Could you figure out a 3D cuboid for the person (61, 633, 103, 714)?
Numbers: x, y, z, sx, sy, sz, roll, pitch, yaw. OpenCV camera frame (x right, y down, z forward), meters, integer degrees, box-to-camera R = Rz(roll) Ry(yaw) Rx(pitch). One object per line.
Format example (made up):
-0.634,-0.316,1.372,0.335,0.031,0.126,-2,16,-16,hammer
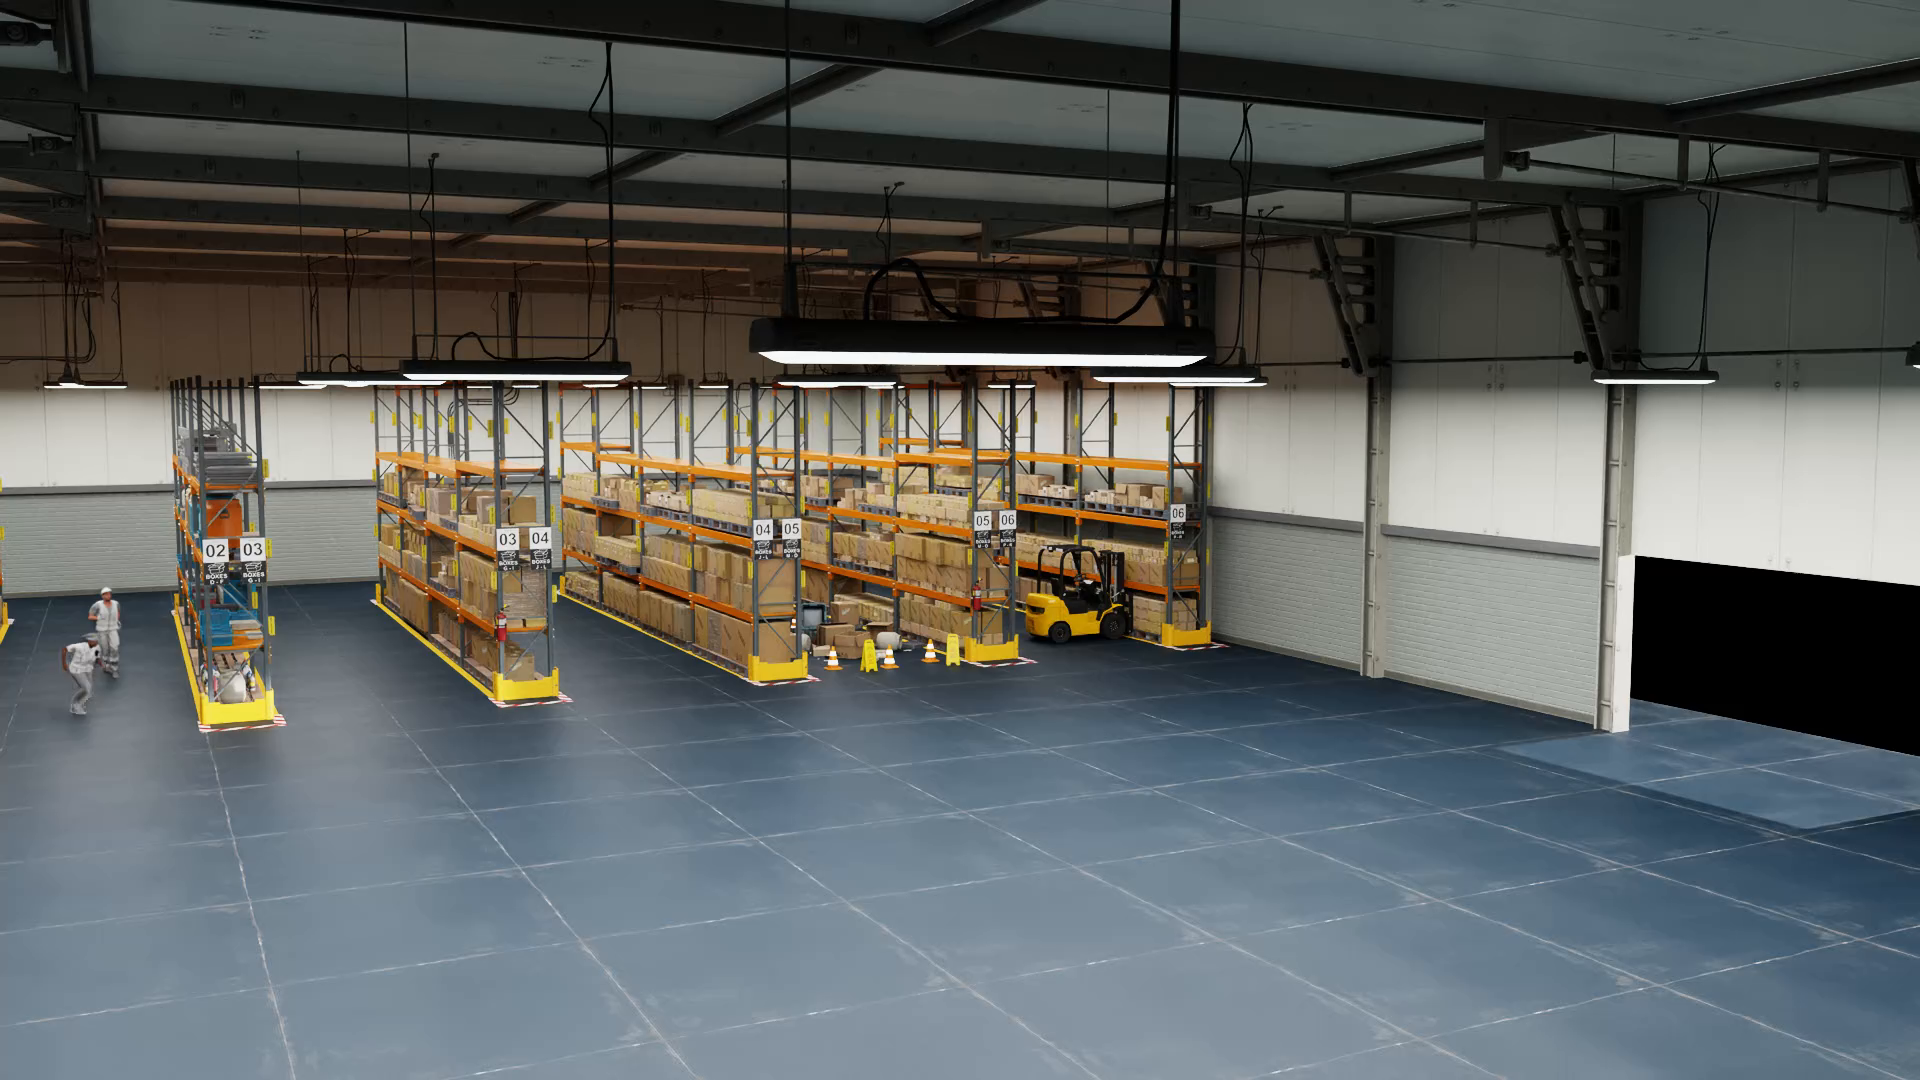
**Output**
-15.504,2.369,29.378,0.857,1.492,0.602,3,6,26,person

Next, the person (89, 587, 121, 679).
-17.170,1.870,33.425,0.608,1.851,0.792,-4,6,-37,person

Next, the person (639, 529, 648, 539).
-9.071,0.605,47.794,0.631,1.844,1.005,-4,7,-40,person
